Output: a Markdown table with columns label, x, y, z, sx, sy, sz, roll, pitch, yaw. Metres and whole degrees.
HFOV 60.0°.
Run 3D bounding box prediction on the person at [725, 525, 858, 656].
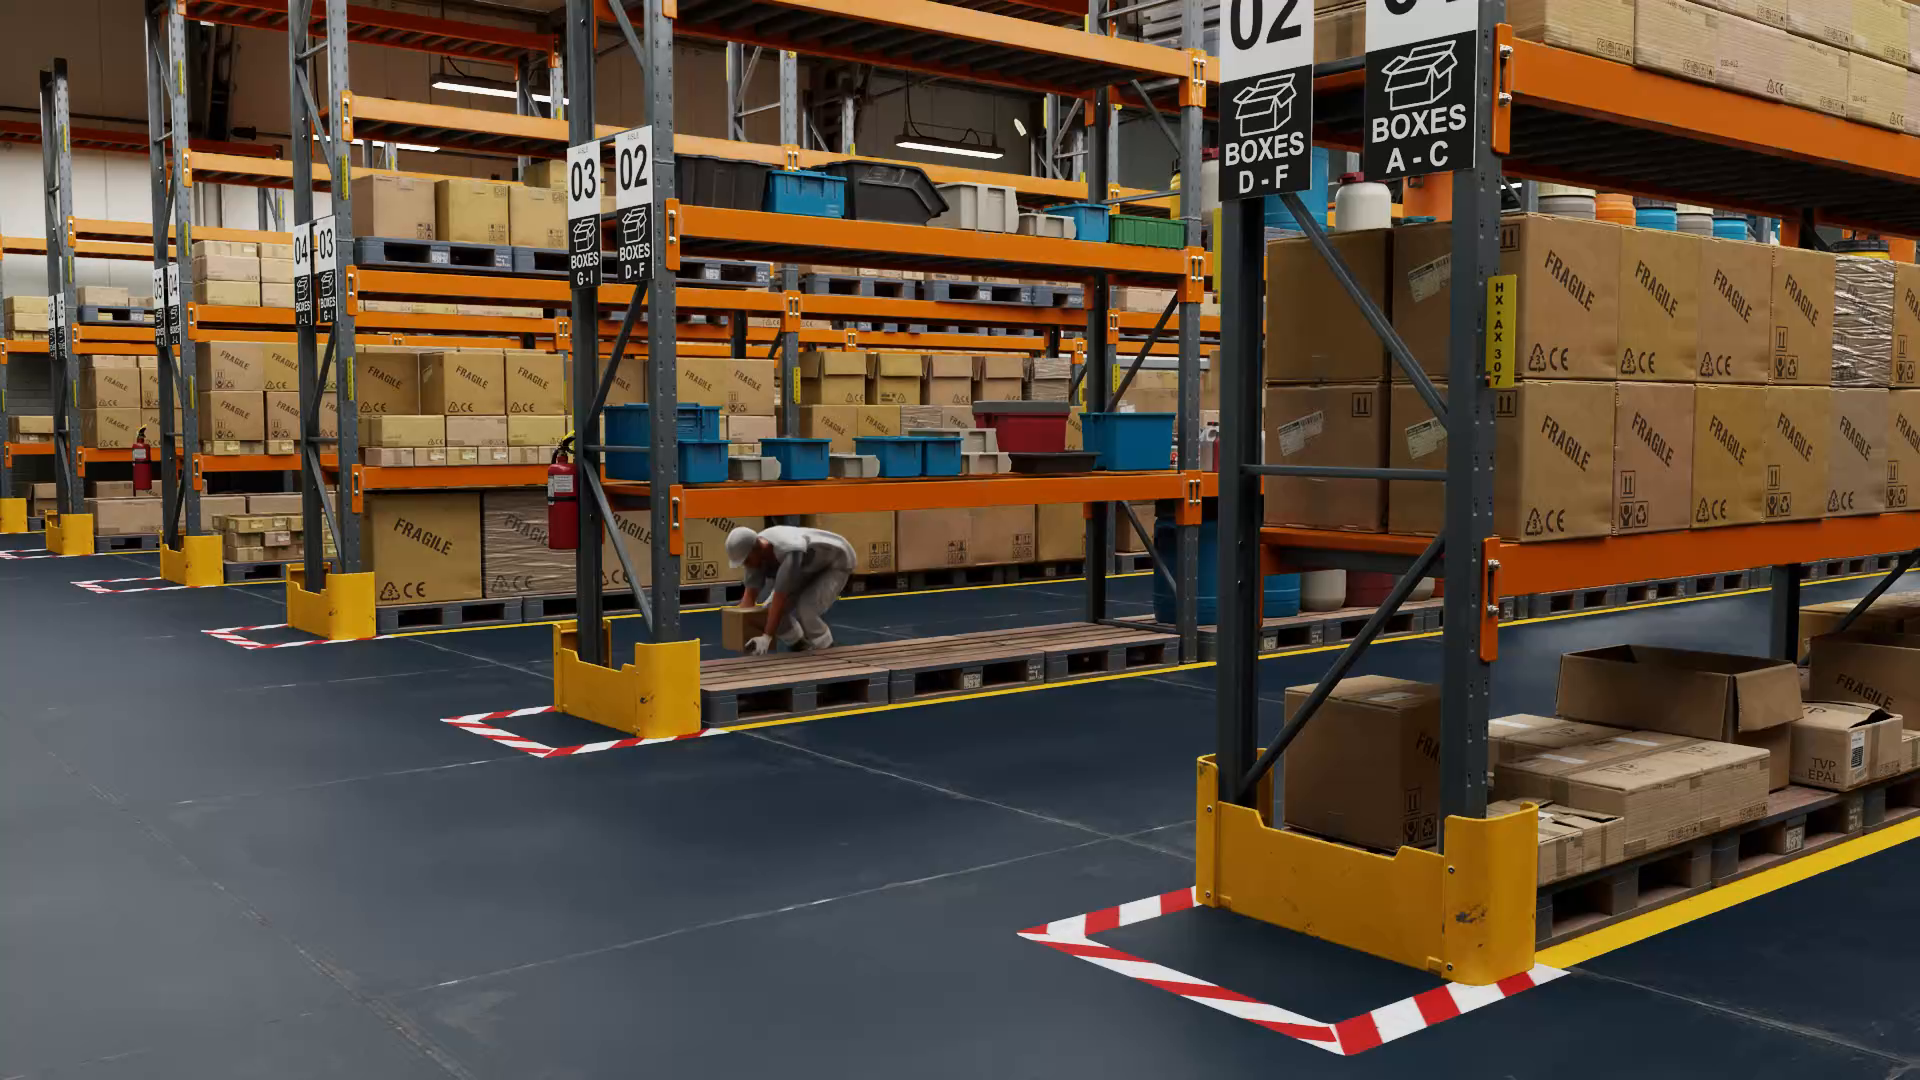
| label | x | y | z | sx | sy | sz | roll | pitch | yaw |
| --- | --- | --- | --- | --- | --- | --- | --- | --- | --- |
| person | -1.098 | 0.399 | 10.684 | 0.957 | 1.004 | 0.535 | -4 | 6 | -41 |
